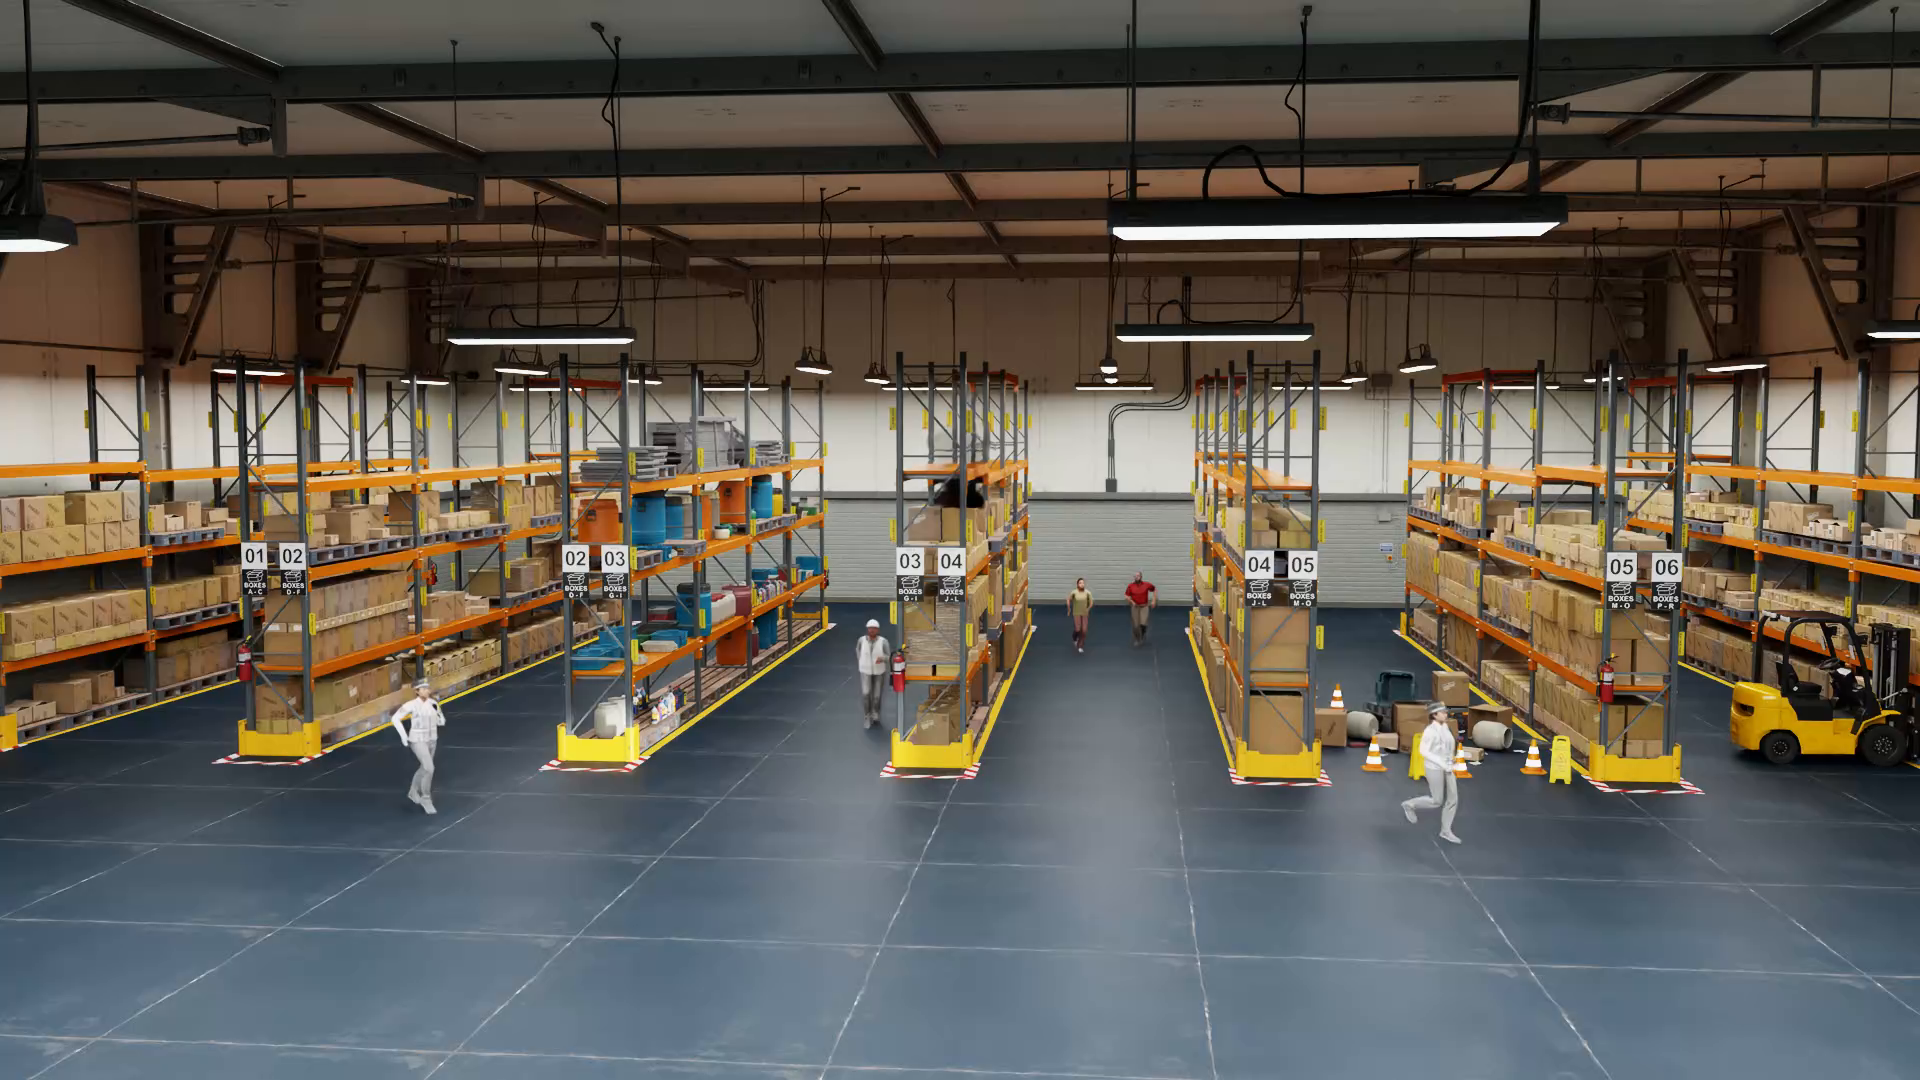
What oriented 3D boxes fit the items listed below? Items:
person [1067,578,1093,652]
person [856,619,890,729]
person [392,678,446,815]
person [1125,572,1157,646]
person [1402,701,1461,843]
[{"bbox_3d":[2.616,1.632,36.088,0.567,1.621,0.577,0,4,-4],"label":"person"},{"bbox_3d":[-1.421,2.194,27.322,0.574,1.811,0.847,0,4,-4],"label":"person"},{"bbox_3d":[-6.901,2.640,21.404,0.723,1.753,0.583,2,5,31],"label":"person"},{"bbox_3d":[3.991,1.538,36.841,0.688,1.683,0.771,1,4,15],"label":"person"},{"bbox_3d":[5.724,2.763,20.041,0.630,1.687,0.758,-4,6,-44],"label":"person"}]
